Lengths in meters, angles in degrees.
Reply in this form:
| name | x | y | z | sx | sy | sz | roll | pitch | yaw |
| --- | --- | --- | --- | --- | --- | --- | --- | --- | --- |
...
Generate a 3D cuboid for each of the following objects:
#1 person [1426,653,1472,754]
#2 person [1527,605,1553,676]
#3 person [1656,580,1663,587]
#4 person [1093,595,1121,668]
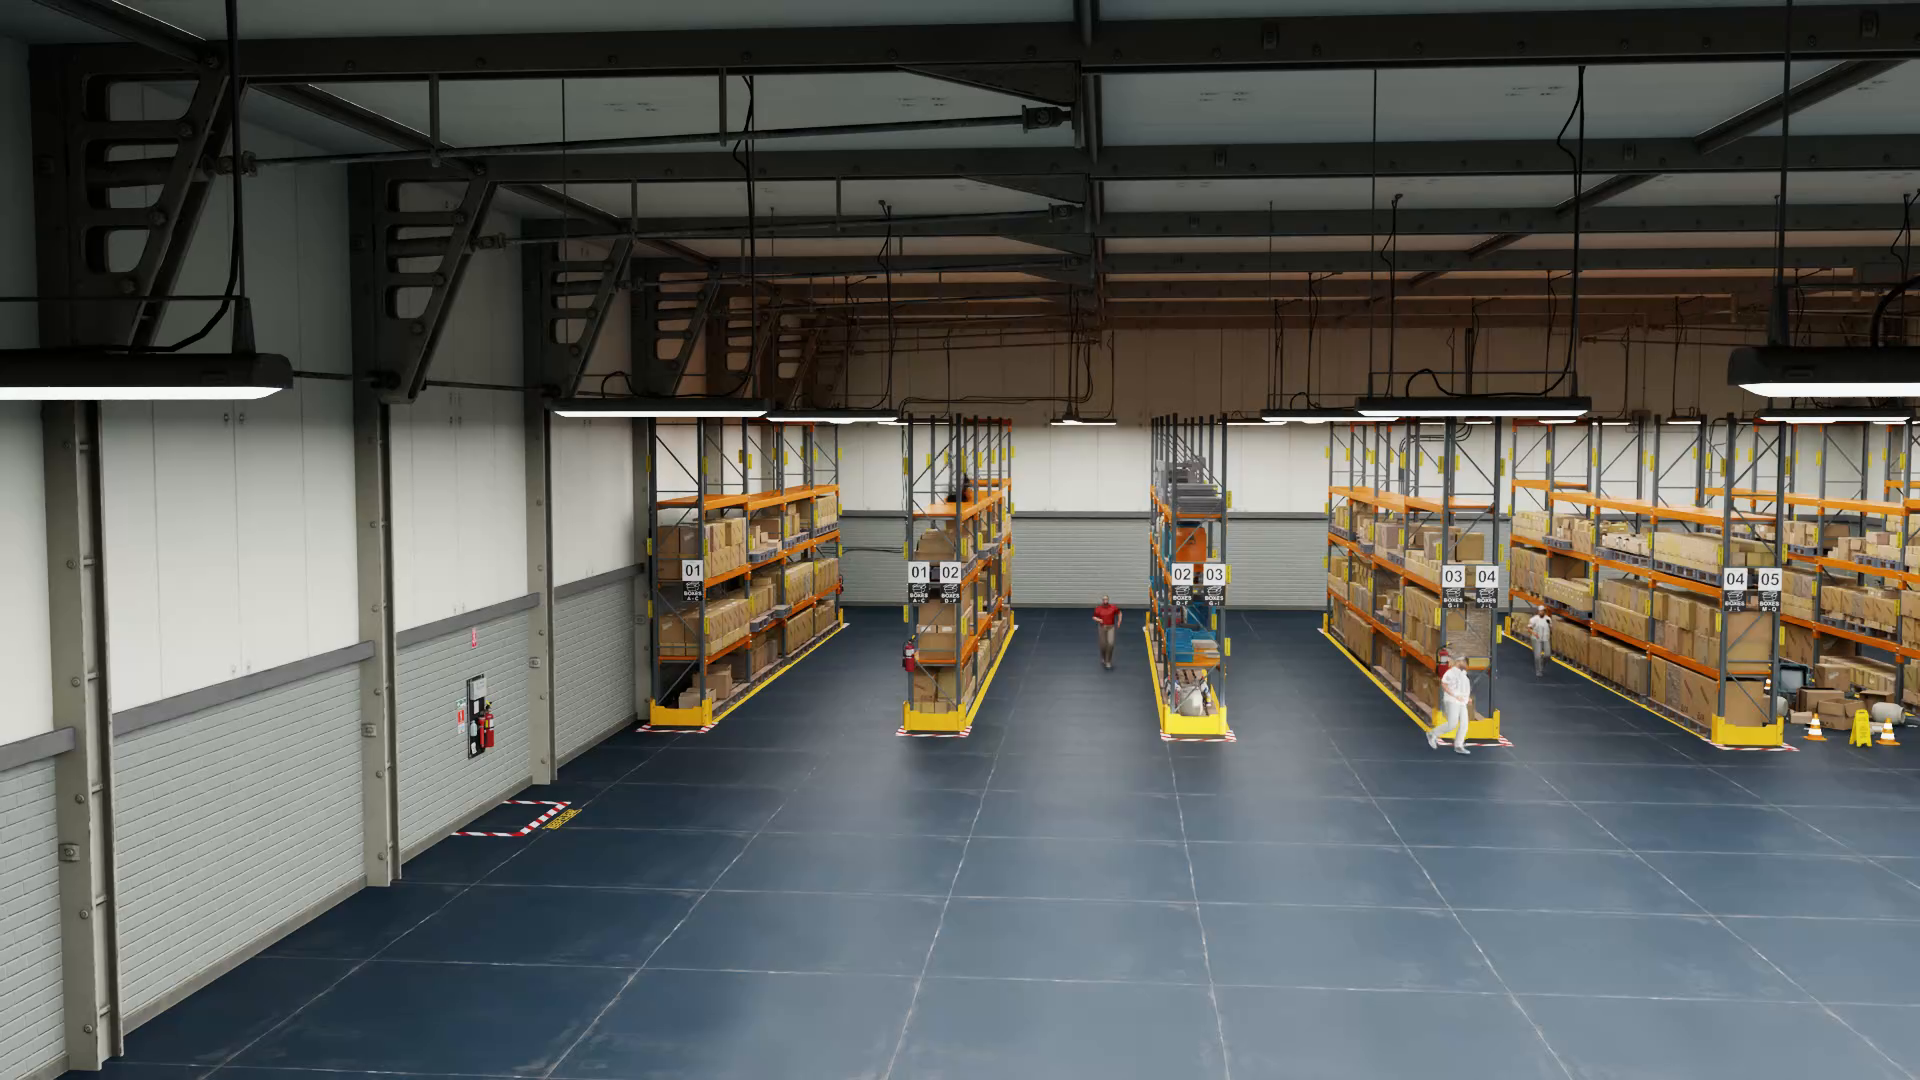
| name | x | y | z | sx | sy | sz | roll | pitch | yaw |
| --- | --- | --- | --- | --- | --- | --- | --- | --- | --- |
| person | 8.785 | 2.866 | 29.470 | 0.722 | 1.744 | 0.797 | -4 | 5 | -42 |
| person | 13.421 | 2.327 | 38.412 | 0.609 | 1.632 | 0.516 | 0 | 4 | 7 |
| person | 19.805 | 1.755 | 47.156 | 0.597 | 1.623 | 0.581 | 1 | 4 | 10 |
| person | 3.526 | 2.207 | 39.940 | 0.670 | 1.773 | 0.767 | 1 | 4 | 9 |
